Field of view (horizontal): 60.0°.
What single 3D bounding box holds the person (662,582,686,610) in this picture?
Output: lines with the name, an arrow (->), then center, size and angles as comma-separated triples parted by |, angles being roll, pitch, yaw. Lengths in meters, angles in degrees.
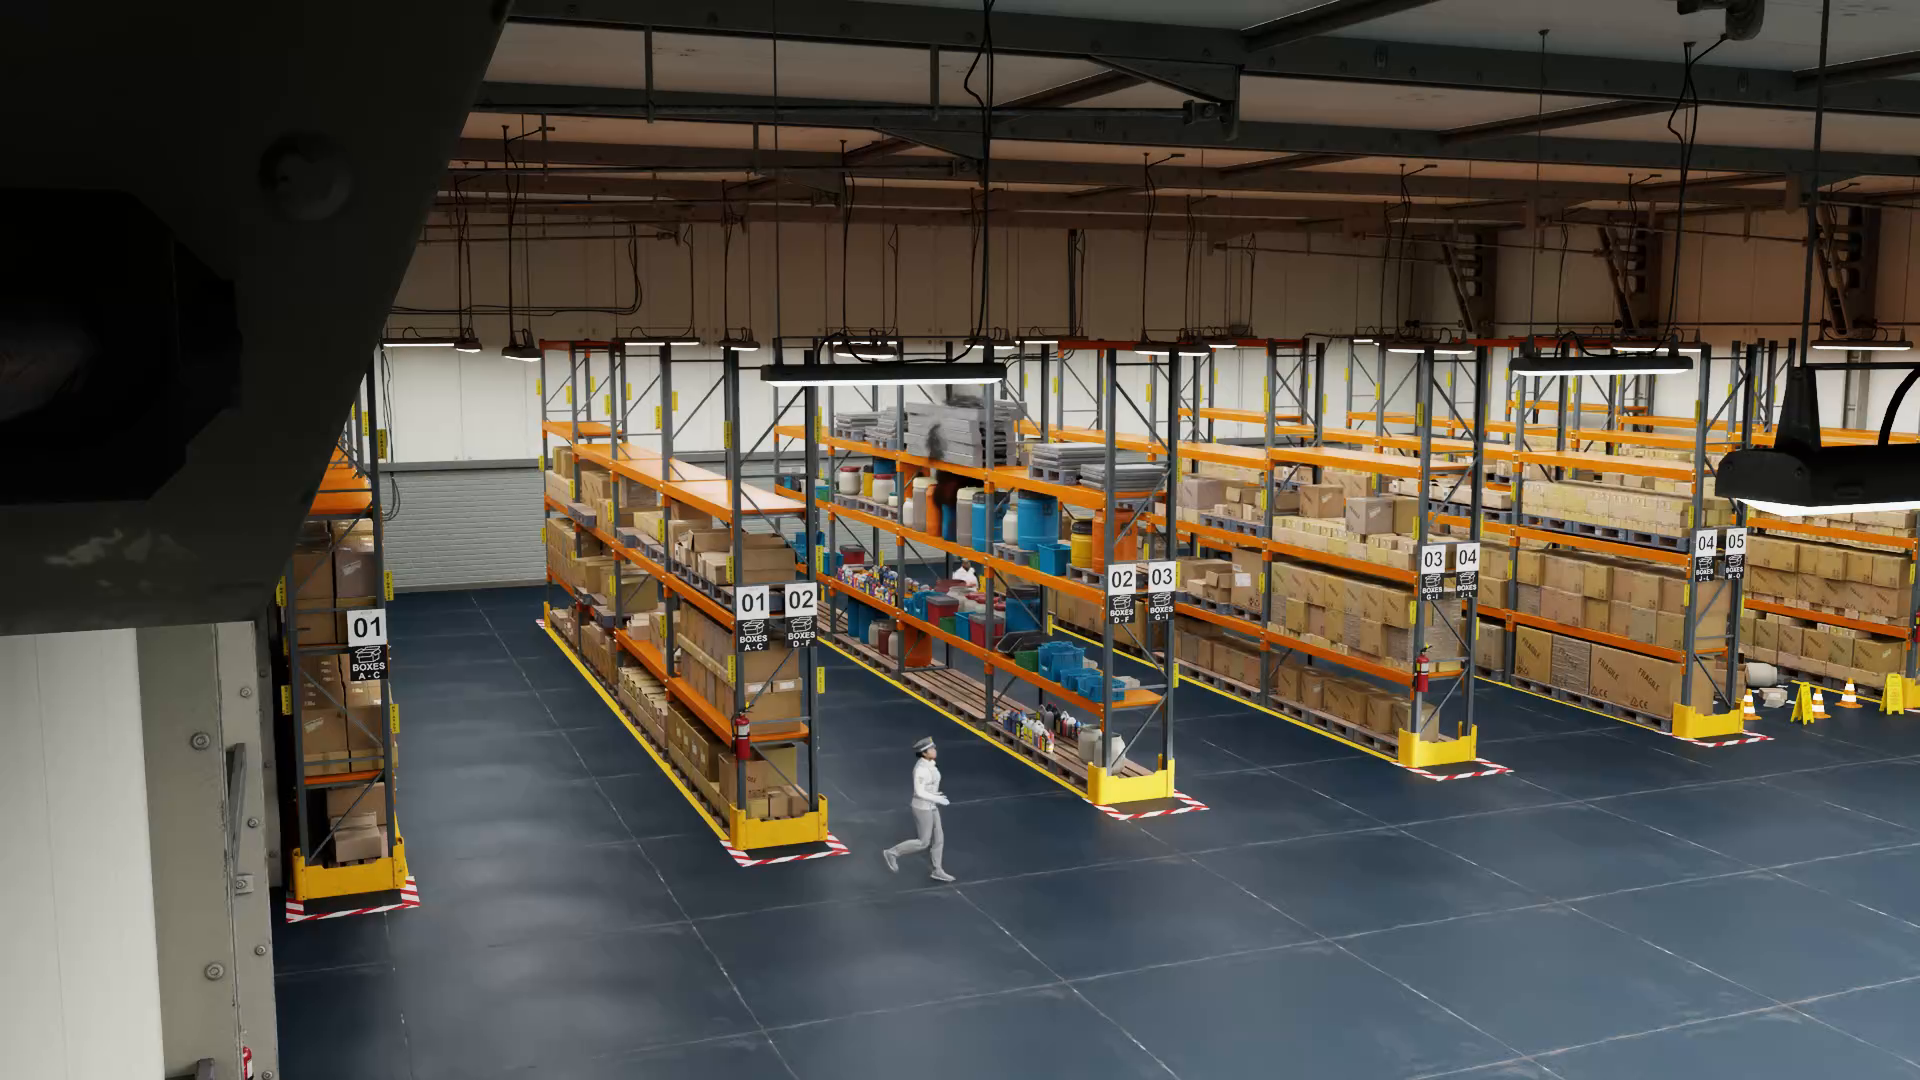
person -> -5.978, 0.988, 34.687 | 0.666, 1.686, 0.573 | -5, 9, -34

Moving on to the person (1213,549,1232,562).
person -> 6.622, 0.108, 41.283 | 0.787, 1.806, 0.767 | 7, 10, 42

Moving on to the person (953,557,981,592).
person -> 0.116, 1.186, 32.769 | 0.645, 1.829, 0.891 | -4, 9, -31

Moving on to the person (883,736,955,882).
person -> -0.456, 3.056, 18.963 | 0.810, 1.696, 0.625 | 1, 7, 7
